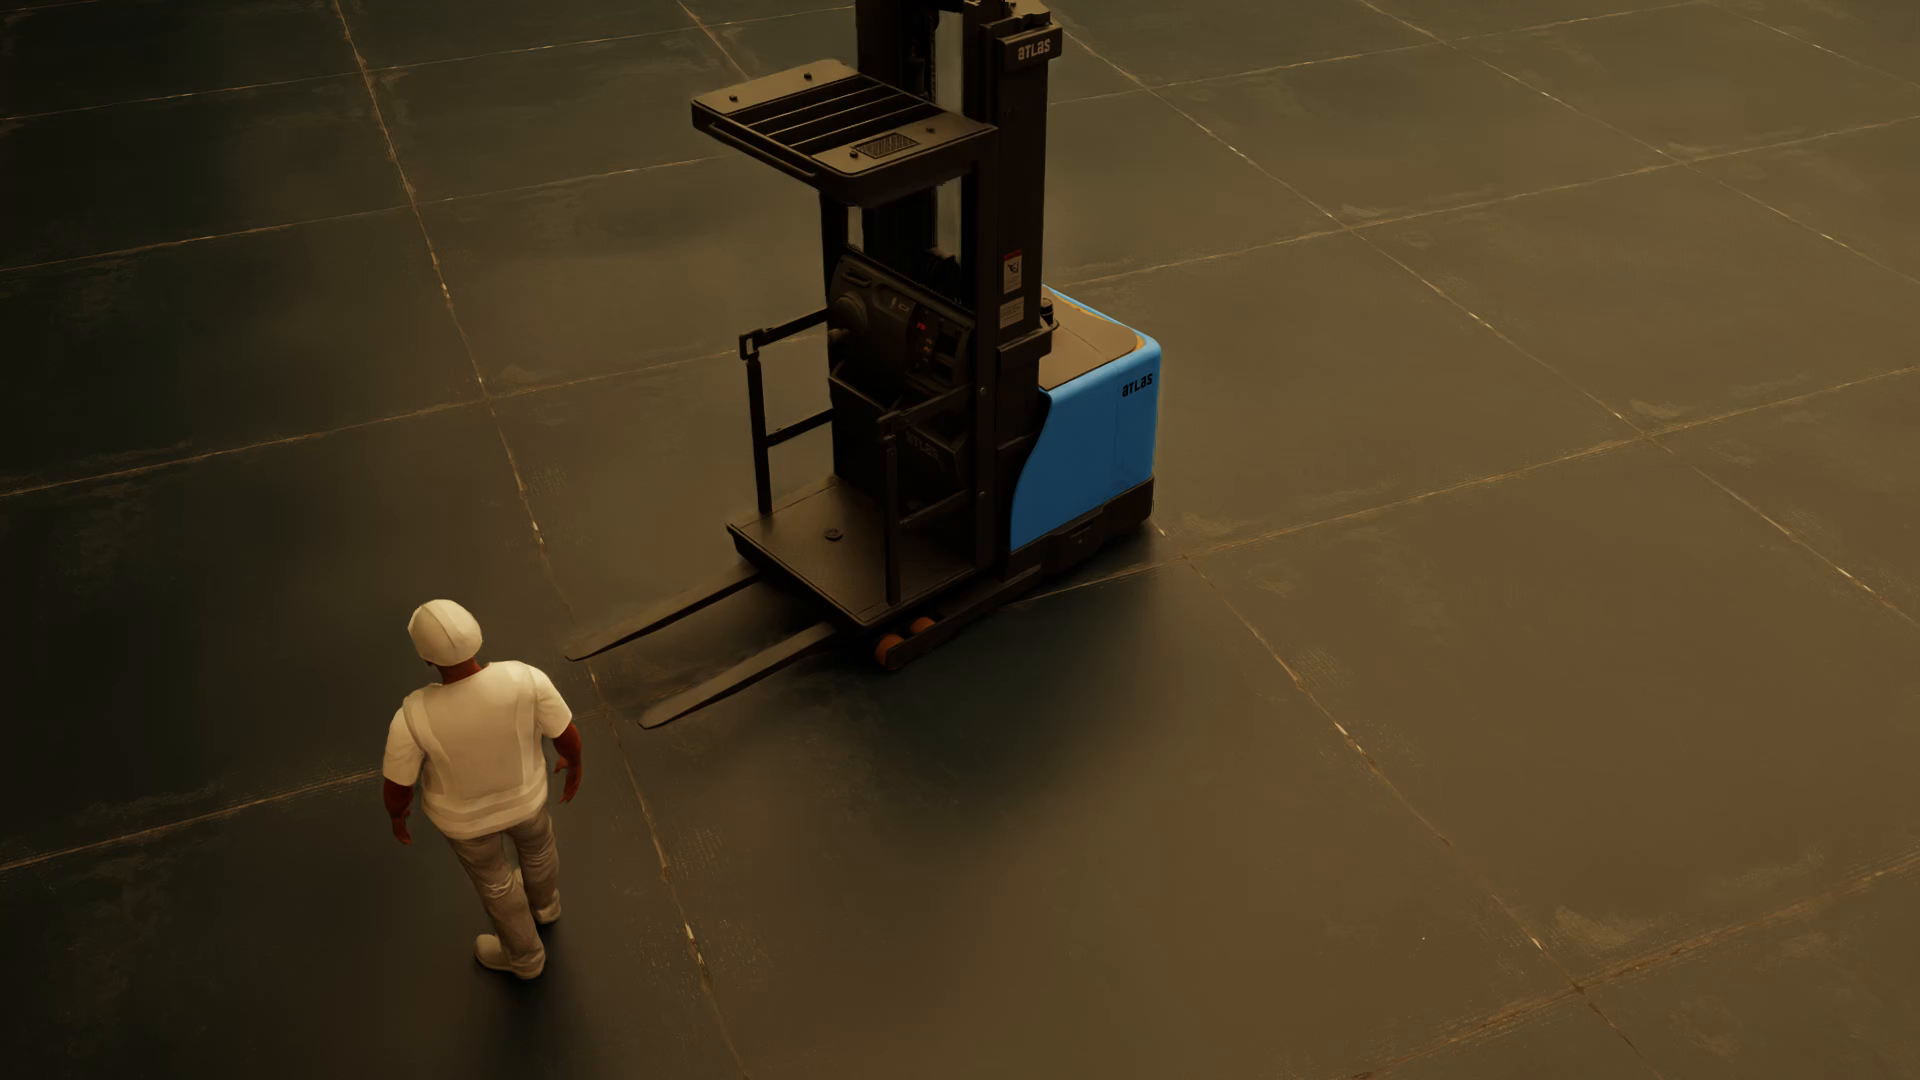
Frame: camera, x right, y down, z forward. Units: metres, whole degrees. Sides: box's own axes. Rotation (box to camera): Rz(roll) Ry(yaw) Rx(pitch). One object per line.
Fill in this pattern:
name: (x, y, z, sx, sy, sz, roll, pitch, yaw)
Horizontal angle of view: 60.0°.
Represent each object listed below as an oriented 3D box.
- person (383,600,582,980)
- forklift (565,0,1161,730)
person: (-1.710, 0.839, 5.938, 0.677, 1.756, 0.652, -17, 39, -22)
forklift: (-0.434, -0.931, 7.407, 3.031, 2.935, 1.130, -27, 44, -33)
